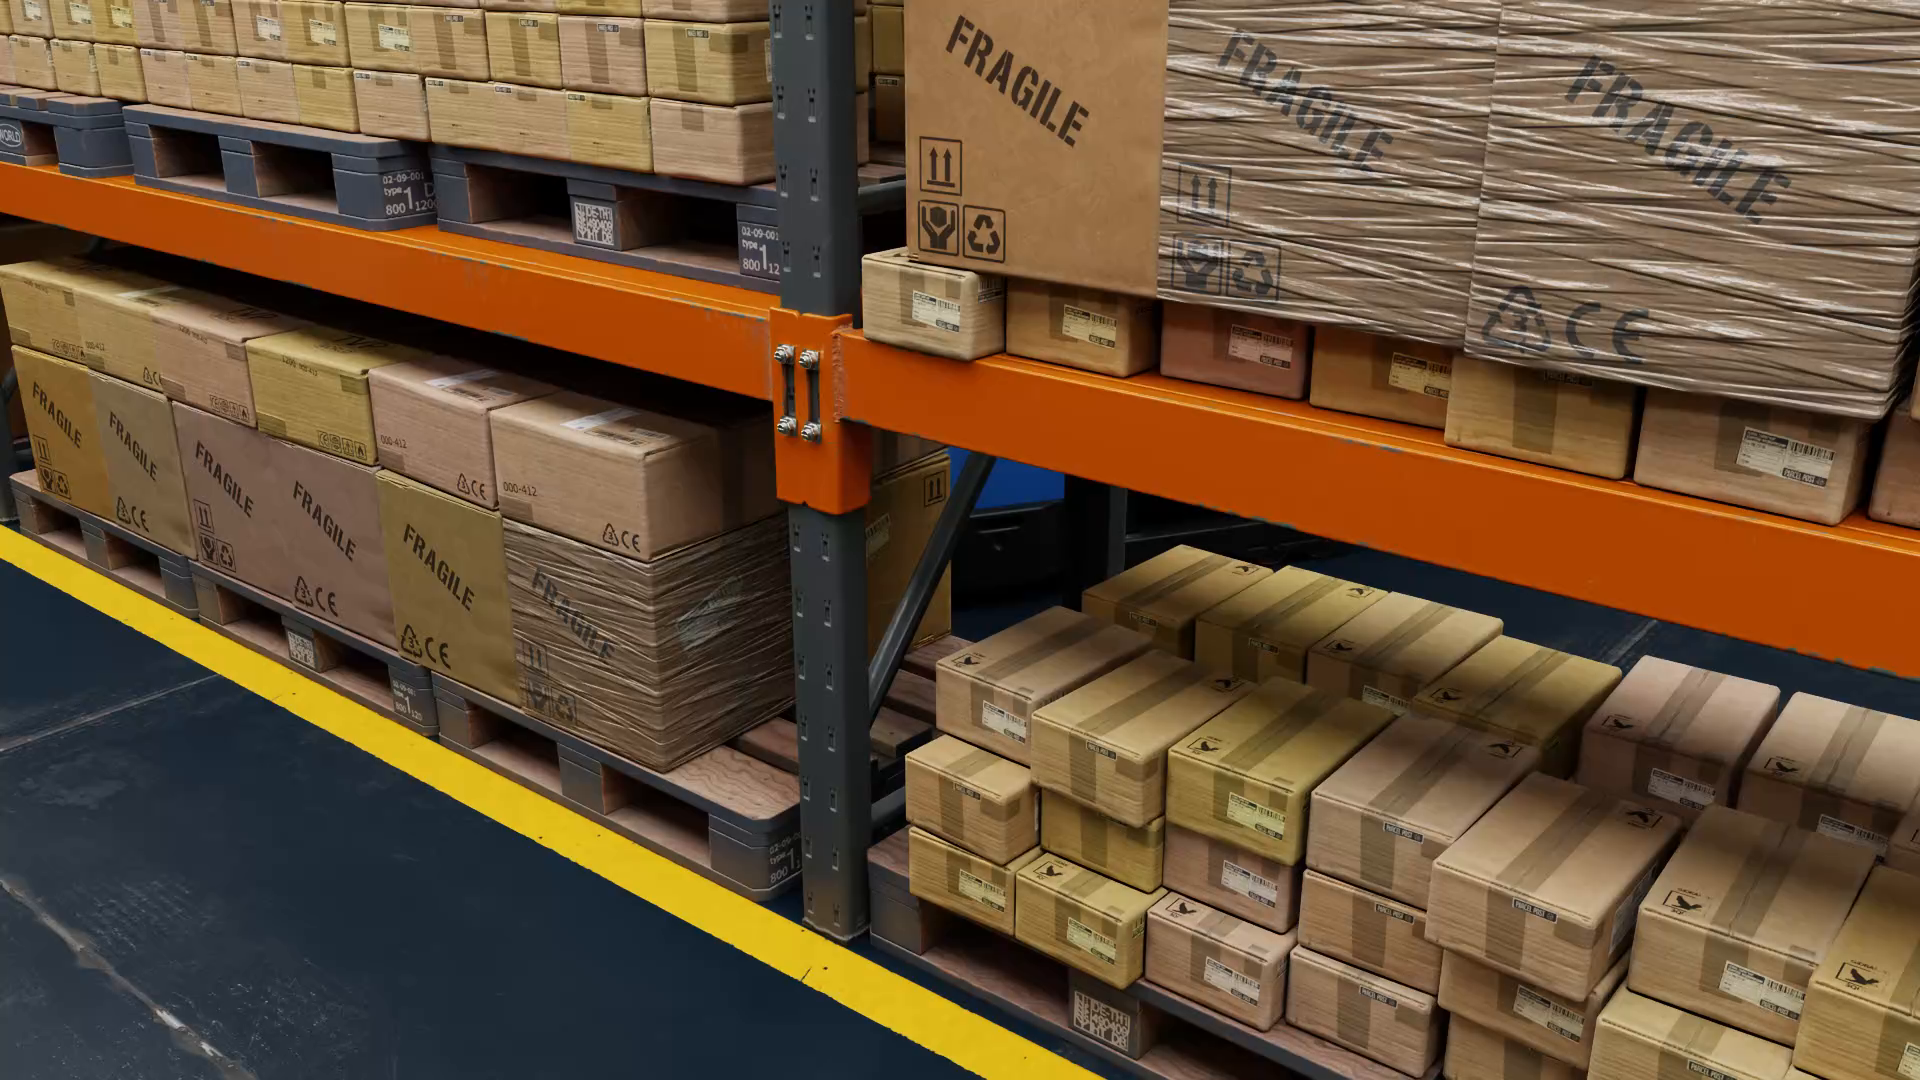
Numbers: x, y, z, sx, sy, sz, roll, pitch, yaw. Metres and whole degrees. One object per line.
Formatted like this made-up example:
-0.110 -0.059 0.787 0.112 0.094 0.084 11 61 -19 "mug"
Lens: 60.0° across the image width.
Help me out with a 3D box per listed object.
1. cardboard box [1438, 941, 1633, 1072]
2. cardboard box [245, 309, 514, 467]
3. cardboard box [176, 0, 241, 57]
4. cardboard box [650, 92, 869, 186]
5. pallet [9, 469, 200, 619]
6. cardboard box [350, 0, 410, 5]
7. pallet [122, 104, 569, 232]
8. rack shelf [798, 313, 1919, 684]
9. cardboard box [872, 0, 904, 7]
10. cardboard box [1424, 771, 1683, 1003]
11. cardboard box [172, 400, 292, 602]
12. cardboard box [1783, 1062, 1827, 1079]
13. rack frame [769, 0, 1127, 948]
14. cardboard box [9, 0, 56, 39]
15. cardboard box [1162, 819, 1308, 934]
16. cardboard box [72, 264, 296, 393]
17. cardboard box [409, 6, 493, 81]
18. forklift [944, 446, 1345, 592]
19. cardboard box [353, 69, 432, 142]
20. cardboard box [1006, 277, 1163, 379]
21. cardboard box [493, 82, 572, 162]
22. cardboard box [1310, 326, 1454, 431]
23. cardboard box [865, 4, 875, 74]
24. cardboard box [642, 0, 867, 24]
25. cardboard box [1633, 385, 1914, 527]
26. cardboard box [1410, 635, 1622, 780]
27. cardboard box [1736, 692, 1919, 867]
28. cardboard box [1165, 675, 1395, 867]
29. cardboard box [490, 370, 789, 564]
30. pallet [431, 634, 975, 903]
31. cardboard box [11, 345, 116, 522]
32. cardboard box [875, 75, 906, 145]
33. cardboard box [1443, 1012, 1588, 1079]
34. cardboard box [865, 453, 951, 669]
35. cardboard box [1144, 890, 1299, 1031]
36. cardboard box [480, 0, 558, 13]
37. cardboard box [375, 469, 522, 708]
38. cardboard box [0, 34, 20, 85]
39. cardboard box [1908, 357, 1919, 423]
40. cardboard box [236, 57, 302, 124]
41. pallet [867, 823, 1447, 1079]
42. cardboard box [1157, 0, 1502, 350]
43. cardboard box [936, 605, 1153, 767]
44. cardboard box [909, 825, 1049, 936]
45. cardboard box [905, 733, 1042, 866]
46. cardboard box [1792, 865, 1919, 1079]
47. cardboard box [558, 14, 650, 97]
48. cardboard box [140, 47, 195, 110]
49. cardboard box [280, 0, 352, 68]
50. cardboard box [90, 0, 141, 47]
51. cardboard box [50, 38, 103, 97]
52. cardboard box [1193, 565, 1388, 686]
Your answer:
0.981 0.660 2.692 0.250 0.149 0.380 18 27 39 "cardboard box"
-1.513 -0.420 4.414 0.500 0.250 0.500 15 25 34 "cardboard box"
-1.820 -1.373 4.398 0.250 0.149 0.380 16 26 36 "cardboard box"
-0.400 -0.826 3.368 0.250 0.149 0.380 15 26 35 "cardboard box"
-2.462 -0.125 5.701 1.213 0.211 1.003 16 26 36 "pallet"
-1.201 -1.338 3.883 0.250 0.149 0.380 15 25 35 "cardboard box"
-1.507 -1.085 4.565 1.213 0.211 1.003 16 26 36 "pallet"
1.582 0.071 2.250 4.000 0.370 1.077 16 26 36 "rack shelf"
0.018 -1.283 3.738 0.250 0.149 0.380 18 27 39 "cardboard box"
0.933 0.532 2.608 0.250 0.149 0.380 17 26 37 "cardboard box"
-1.887 -0.180 4.841 0.500 0.500 0.500 15 26 35 "cardboard box"
1.311 0.795 2.332 0.250 0.149 0.380 16 26 37 "cardboard box"
0.033 -0.712 3.306 0.127 3.000 1.000 16 26 36 "rack frame"
-2.607 -1.600 5.000 0.250 0.149 0.380 18 27 39 "cardboard box"
0.575 0.531 3.033 0.250 0.149 0.380 16 26 36 "cardboard box"
-2.292 -0.649 5.024 0.500 0.250 0.500 16 26 36 "cardboard box"
-1.010 -1.140 3.778 0.250 0.149 0.380 15 25 35 "cardboard box"
0.748 -1.456 5.375 3.031 2.935 1.130 -7 22 -19 "forklift"
-1.207 -1.056 3.979 0.250 0.149 0.380 15 25 34 "cardboard box"
0.292 -0.405 2.846 0.250 0.149 0.380 17 27 38 "cardboard box"
-0.794 -0.940 3.670 0.250 0.149 0.380 16 26 36 "cardboard box"
0.739 -0.297 2.562 0.250 0.149 0.380 15 25 34 "cardboard box"
-0.184 -1.201 3.942 0.250 0.149 0.380 15 26 35 "cardboard box"
-0.402 -1.106 3.267 0.250 0.149 0.380 18 27 39 "cardboard box"
1.096 -0.162 2.202 0.250 0.149 0.380 17 27 39 "cardboard box"
1.045 0.334 3.133 0.250 0.149 0.380 17 27 38 "cardboard box"
1.530 0.426 2.890 0.250 0.149 0.380 15 25 34 "cardboard box"
0.571 0.401 2.956 0.250 0.149 0.380 16 26 36 "cardboard box"
-0.704 -0.187 3.798 0.500 0.250 0.500 15 25 35 "cardboard box"
-0.572 0.419 4.257 1.213 0.211 1.003 16 26 36 "pallet"
-2.680 -0.404 5.436 0.500 0.500 0.500 15 25 34 "cardboard box"
0.018 -1.005 3.843 0.250 0.149 0.380 15 25 34 "cardboard box"
1.002 0.788 2.772 0.250 0.149 0.380 15 25 34 "cardboard box"
-0.372 0.023 4.302 0.500 0.500 0.500 17 27 38 "cardboard box"
0.543 0.695 3.020 0.250 0.149 0.380 16 26 36 "cardboard box"
-0.809 -1.224 3.580 0.250 0.149 0.380 15 25 35 "cardboard box"
-1.097 0.050 4.232 0.500 0.500 0.500 15 26 35 "cardboard box"
-2.847 -1.529 5.232 0.250 0.149 0.380 16 26 36 "cardboard box"
1.446 -0.377 1.853 0.500 0.500 0.500 18 27 39 "cardboard box"
-1.618 -1.175 4.294 0.250 0.149 0.380 15 25 35 "cardboard box"
0.575 0.733 3.426 1.213 0.211 1.003 16 26 36 "pallet"
0.645 -0.610 2.473 0.500 0.500 0.500 16 26 36 "cardboard box"
0.168 0.280 3.276 0.250 0.149 0.380 17 27 38 "cardboard box"
0.112 0.594 3.287 0.250 0.149 0.380 15 25 34 "cardboard box"
0.111 0.454 3.236 0.250 0.149 0.380 18 27 39 "cardboard box"
1.363 0.636 2.333 0.250 0.149 0.380 16 26 37 "cardboard box"
-0.605 -1.024 3.471 0.250 0.149 0.380 16 26 37 "cardboard box"
-2.012 -1.290 4.599 0.250 0.149 0.380 17 27 38 "cardboard box"
-1.424 -1.258 4.093 0.250 0.149 0.380 16 26 37 "cardboard box"
-2.203 -1.485 4.695 0.250 0.149 0.380 16 26 37 "cardboard box"
-2.430 -1.409 4.913 0.250 0.149 0.380 18 27 39 "cardboard box"
0.696 0.201 3.486 0.250 0.149 0.380 16 26 37 "cardboard box"
